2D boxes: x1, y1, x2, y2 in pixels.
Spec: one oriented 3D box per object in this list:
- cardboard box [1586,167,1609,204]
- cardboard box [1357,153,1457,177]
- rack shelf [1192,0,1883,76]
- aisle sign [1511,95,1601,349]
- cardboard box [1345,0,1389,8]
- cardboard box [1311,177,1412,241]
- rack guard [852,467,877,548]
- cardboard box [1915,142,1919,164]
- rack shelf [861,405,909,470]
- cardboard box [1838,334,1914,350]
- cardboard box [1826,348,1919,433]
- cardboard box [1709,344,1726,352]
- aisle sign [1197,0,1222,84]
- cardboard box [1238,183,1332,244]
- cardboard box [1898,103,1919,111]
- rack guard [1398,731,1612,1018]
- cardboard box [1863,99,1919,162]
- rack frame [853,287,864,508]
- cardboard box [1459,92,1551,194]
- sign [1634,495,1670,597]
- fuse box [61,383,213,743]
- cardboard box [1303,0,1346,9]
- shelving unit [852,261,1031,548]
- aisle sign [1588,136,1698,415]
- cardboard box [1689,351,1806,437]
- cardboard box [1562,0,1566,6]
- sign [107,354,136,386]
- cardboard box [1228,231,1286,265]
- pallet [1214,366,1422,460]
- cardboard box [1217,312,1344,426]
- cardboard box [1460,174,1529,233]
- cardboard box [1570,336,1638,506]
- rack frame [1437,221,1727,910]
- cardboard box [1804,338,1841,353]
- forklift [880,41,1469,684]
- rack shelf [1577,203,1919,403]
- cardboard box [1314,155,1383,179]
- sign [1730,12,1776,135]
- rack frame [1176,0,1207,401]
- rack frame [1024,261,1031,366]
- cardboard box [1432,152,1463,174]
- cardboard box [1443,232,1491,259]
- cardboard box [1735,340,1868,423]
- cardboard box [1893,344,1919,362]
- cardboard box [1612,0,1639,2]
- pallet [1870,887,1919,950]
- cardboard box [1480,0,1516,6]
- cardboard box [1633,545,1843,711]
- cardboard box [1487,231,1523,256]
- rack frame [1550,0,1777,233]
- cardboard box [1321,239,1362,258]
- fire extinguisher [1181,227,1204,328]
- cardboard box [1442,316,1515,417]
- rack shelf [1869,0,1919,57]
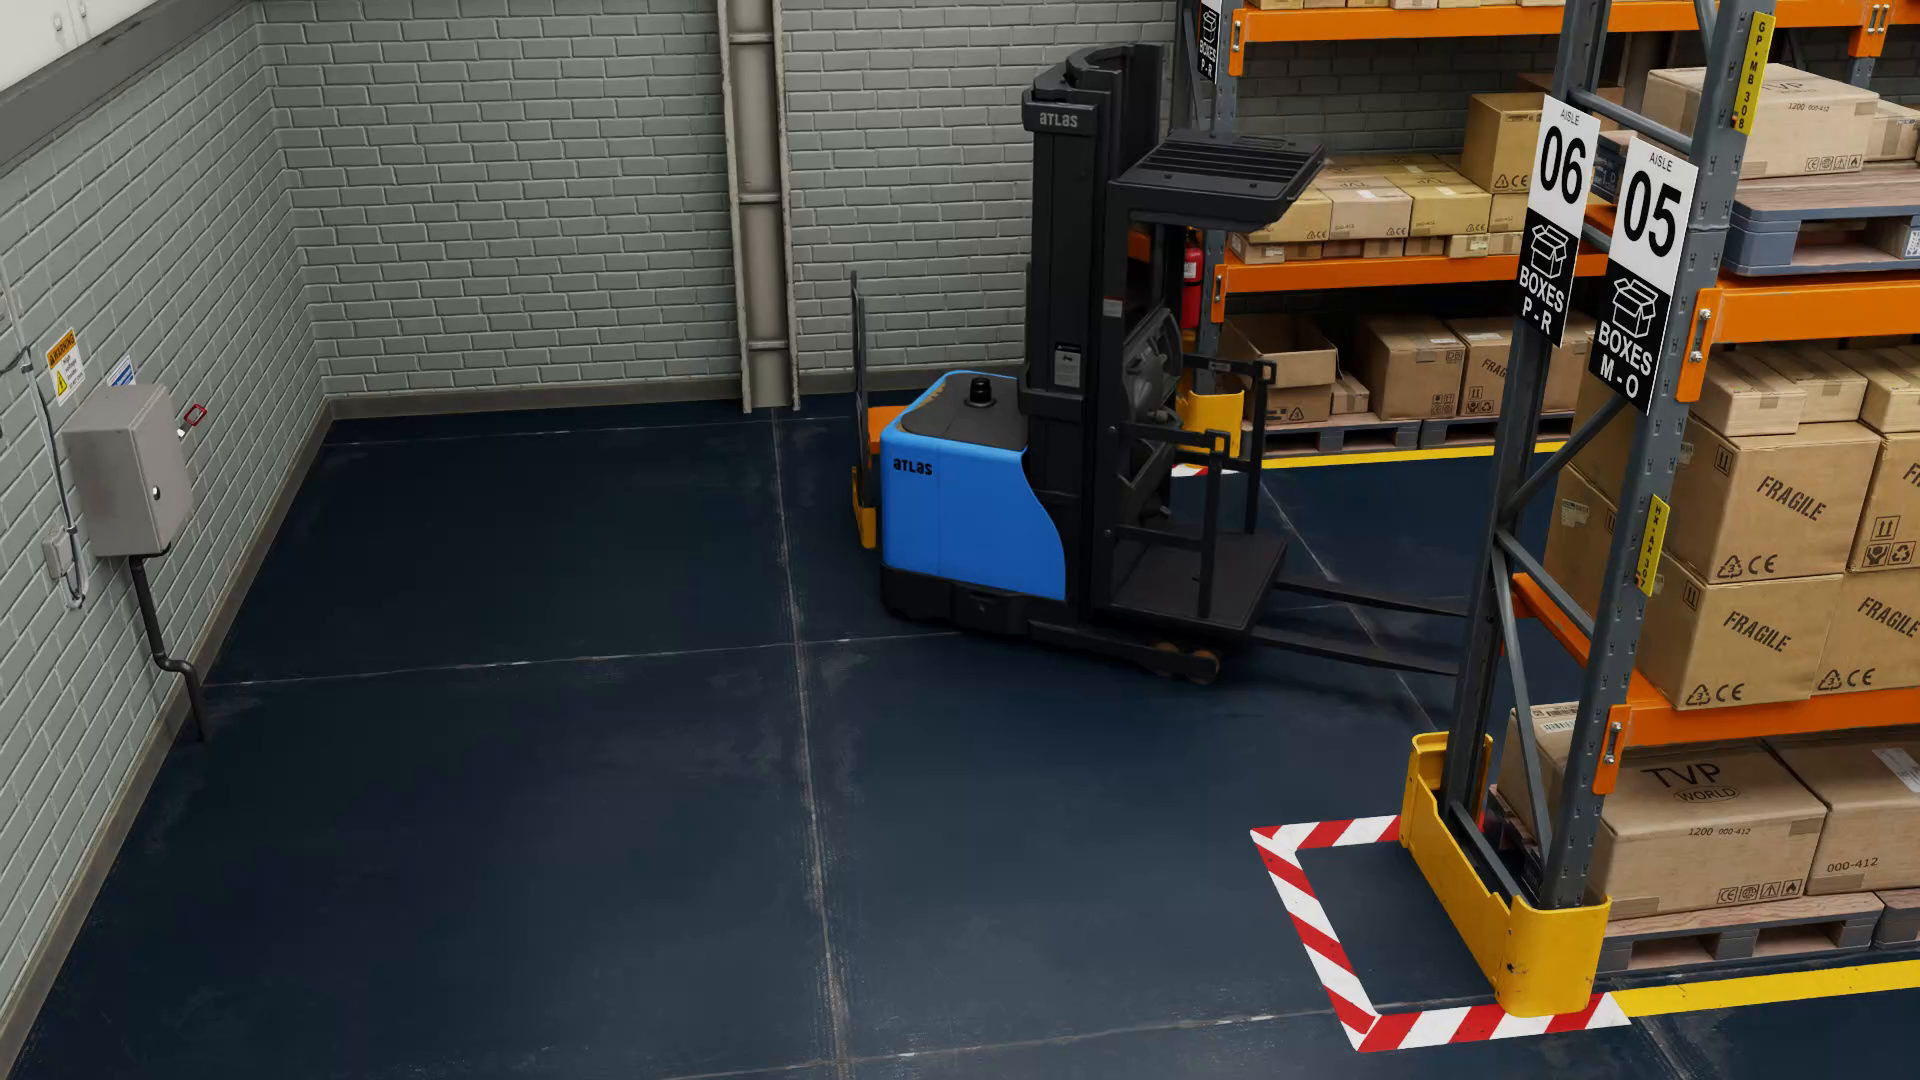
[{"bbox_3d":[3.977,-2.168,10.528,0.500,0.250,0.500,-4,27,-7],"label":"cardboard box"},{"bbox_3d":[2.896,-2.332,10.847,0.500,0.250,0.500,-3,27,-5],"label":"cardboard box"},{"bbox_3d":[3.457,-3.197,10.197,4.000,0.370,1.077,-4,27,-7],"label":"rack shelf"},{"bbox_3d":[2.057,-1.104,5.767,0.004,0.787,0.394,-4,27,-7],"label":"aisle sign"},{"bbox_3d":[2.336,-3.230,9.749,0.250,0.149,0.380,-4,27,-7],"label":"cardboard box"},{"bbox_3d":[2.462,-2.060,10.317,0.500,0.250,0.500,-3,27,-7],"label":"cardboard box"},{"bbox_3d":[-0.569,-0.201,9.869,0.087,0.250,0.587,-4,27,-8],"label":"rack guard"},{"bbox_3d":[3.281,-1.231,5.283,0.250,0.149,0.380,-3,27,-5],"label":"cardboard box"},{"bbox_3d":[-0.068,-0.633,9.734,1.000,0.185,0.538,-4,27,-8],"label":"rack shelf"},{"bbox_3d":[3.246,-0.782,6.072,0.250,0.149,0.380,-3,27,-6],"label":"cardboard box"},{"bbox_3d":[3.084,-0.500,5.524,0.250,0.149,0.380,-3,27,-6],"label":"cardboard box"},{"bbox_3d":[2.499,-0.703,5.918,0.250,0.149,0.380,-3,27,-6],"label":"cardboard box"},{"bbox_3d":[1.449,-3.075,9.609,0.004,0.787,0.394,-4,27,-7],"label":"aisle sign"},{"bbox_3d":[1.963,-2.028,10.255,0.500,0.250,0.500,-4,27,-7],"label":"cardboard box"},{"bbox_3d":[6.460,-2.503,10.774,0.500,0.500,0.700,-3,27,-7],"label":"cardboard box"},{"bbox_3d":[2.147,1.302,6.664,0.348,0.500,1.175,-4,27,-7],"label":"rack guard"},{"bbox_3d":[3.008,-1.398,5.608,0.250,0.149,0.380,-6,28,-11],"label":"cardboard box"},{"bbox_3d":[-0.570,-0.758,9.585,0.013,1.308,0.475,-4,27,-8],"label":"rack frame"},{"bbox_3d":[3.448,-2.457,10.270,0.500,0.500,0.500,-3,27,-6],"label":"cardboard box"},{"bbox_3d":[2.243,0.019,5.391,0.005,0.325,0.100,-4,27,-7],"label":"sign"},{"bbox_3d":[-3.557,0.172,7.540,0.414,1.711,0.539,-4,27,-7],"label":"fuse box"},{"bbox_3d":[2.080,-3.222,9.732,0.250,0.149,0.380,-3,27,-6],"label":"cardboard box"},{"bbox_3d":[-0.077,-0.792,9.651,1.083,1.500,0.587,-4,27,-8],"label":"shelving unit"},{"bbox_3d":[2.140,-0.832,5.239,0.004,0.787,0.394,-4,27,-7],"label":"aisle sign"},{"bbox_3d":[2.561,-0.487,5.498,0.250,0.149,0.380,-3,27,-6],"label":"cardboard box"},{"bbox_3d":[3.602,-3.265,9.816,0.250,0.149,0.380,-3,27,-6],"label":"cardboard box"},{"bbox_3d":[-3.831,-0.569,7.677,0.001,0.494,0.329,-4,27,-7],"label":"sign"},{"bbox_3d":[1.840,-1.840,10.326,0.250,0.149,0.380,-4,27,-8],"label":"cardboard box"},{"bbox_3d":[2.341,-0.870,11.215,1.213,0.211,1.003,-4,27,-7],"label":"pallet"},{"bbox_3d":[2.095,-1.127,10.936,0.637,0.503,0.797,-5,28,-9],"label":"cardboard box"},{"bbox_3d":[3.467,-2.136,10.465,0.500,0.250,0.500,-4,27,-8],"label":"cardboard box"},{"bbox_3d":[2.615,-0.439,6.115,0.500,0.500,0.500,-3,27,-5],"label":"cardboard box"},{"bbox_3d":[2.171,0.189,6.097,0.127,3.000,1.000,-4,27,-7],"label":"rack frame"},{"bbox_3d":[2.991,-0.784,6.077,0.250,0.149,0.380,-4,27,-8],"label":"cardboard box"},{"bbox_3d":[1.142,-0.857,8.209,3.031,2.935,1.130,10,29,19],"label":"forklift"},{"bbox_3d":[4.152,-0.953,5.824,4.000,0.370,1.077,-4,27,-7],"label":"rack shelf"},{"bbox_3d":[2.405,-2.302,10.789,0.500,0.250,0.500,-4,27,-7],"label":"cardboard box"},{"bbox_3d":[2.243,-1.319,4.705,0.005,0.325,0.100,-4,27,-7],"label":"sign"},{"bbox_3d":[1.476,-2.054,10.466,0.053,2.616,0.949,-4,27,-7],"label":"rack frame"},{"bbox_3d":[0.435,-0.828,9.720,0.032,1.500,0.500,-4,27,-8],"label":"rack frame"},{"bbox_3d":[3.414,-2.365,10.911,0.500,0.250,0.500,-4,27,-7],"label":"cardboard box"},{"bbox_3d":[3.122,-1.900,10.442,0.250,0.149,0.380,-4,27,-9],"label":"cardboard box"},{"bbox_3d":[2.811,-0.536,5.593,0.250,0.149,0.380,-3,27,-6],"label":"cardboard box"},{"bbox_3d":[3.342,-0.525,5.573,0.250,0.149,0.380,-5,28,-9],"label":"cardboard box"},{"bbox_3d":[3.851,-3.312,9.909,0.250,0.149,0.380,-3,27,-7],"label":"cardboard box"},{"bbox_3d":[4.158,1.267,7.050,1.213,0.211,1.003,-4,27,-7],"label":"pallet"},{"bbox_3d":[3.092,-3.263,9.813,0.250,0.149,0.380,-4,27,-8],"label":"cardboard box"},{"bbox_3d":[2.687,0.243,5.880,0.500,0.500,0.500,-4,27,-8],"label":"cardboard box"},{"bbox_3d":[3.380,-1.926,10.492,0.250,0.149,0.380,-3,27,-6],"label":"cardboard box"},{"bbox_3d":[2.171,-2.481,4.727,0.127,3.000,1.000,-4,27,-7],"label":"rack frame"},{"bbox_3d":[2.341,-1.910,10.461,0.250,0.149,0.380,-4,27,-8],"label":"cardboard box"},{"bbox_3d":[1.395,-1.636,10.147,0.183,0.674,0.296,-4,27,-7],"label":"fire extinguisher"},{"bbox_3d":[3.484,-1.151,10.986,0.500,0.500,0.500,-3,27,-6],"label":"cardboard box"},{"bbox_3d":[7.418,-3.451,10.693,4.000,0.370,1.077,-4,27,-7],"label":"rack shelf"}]
